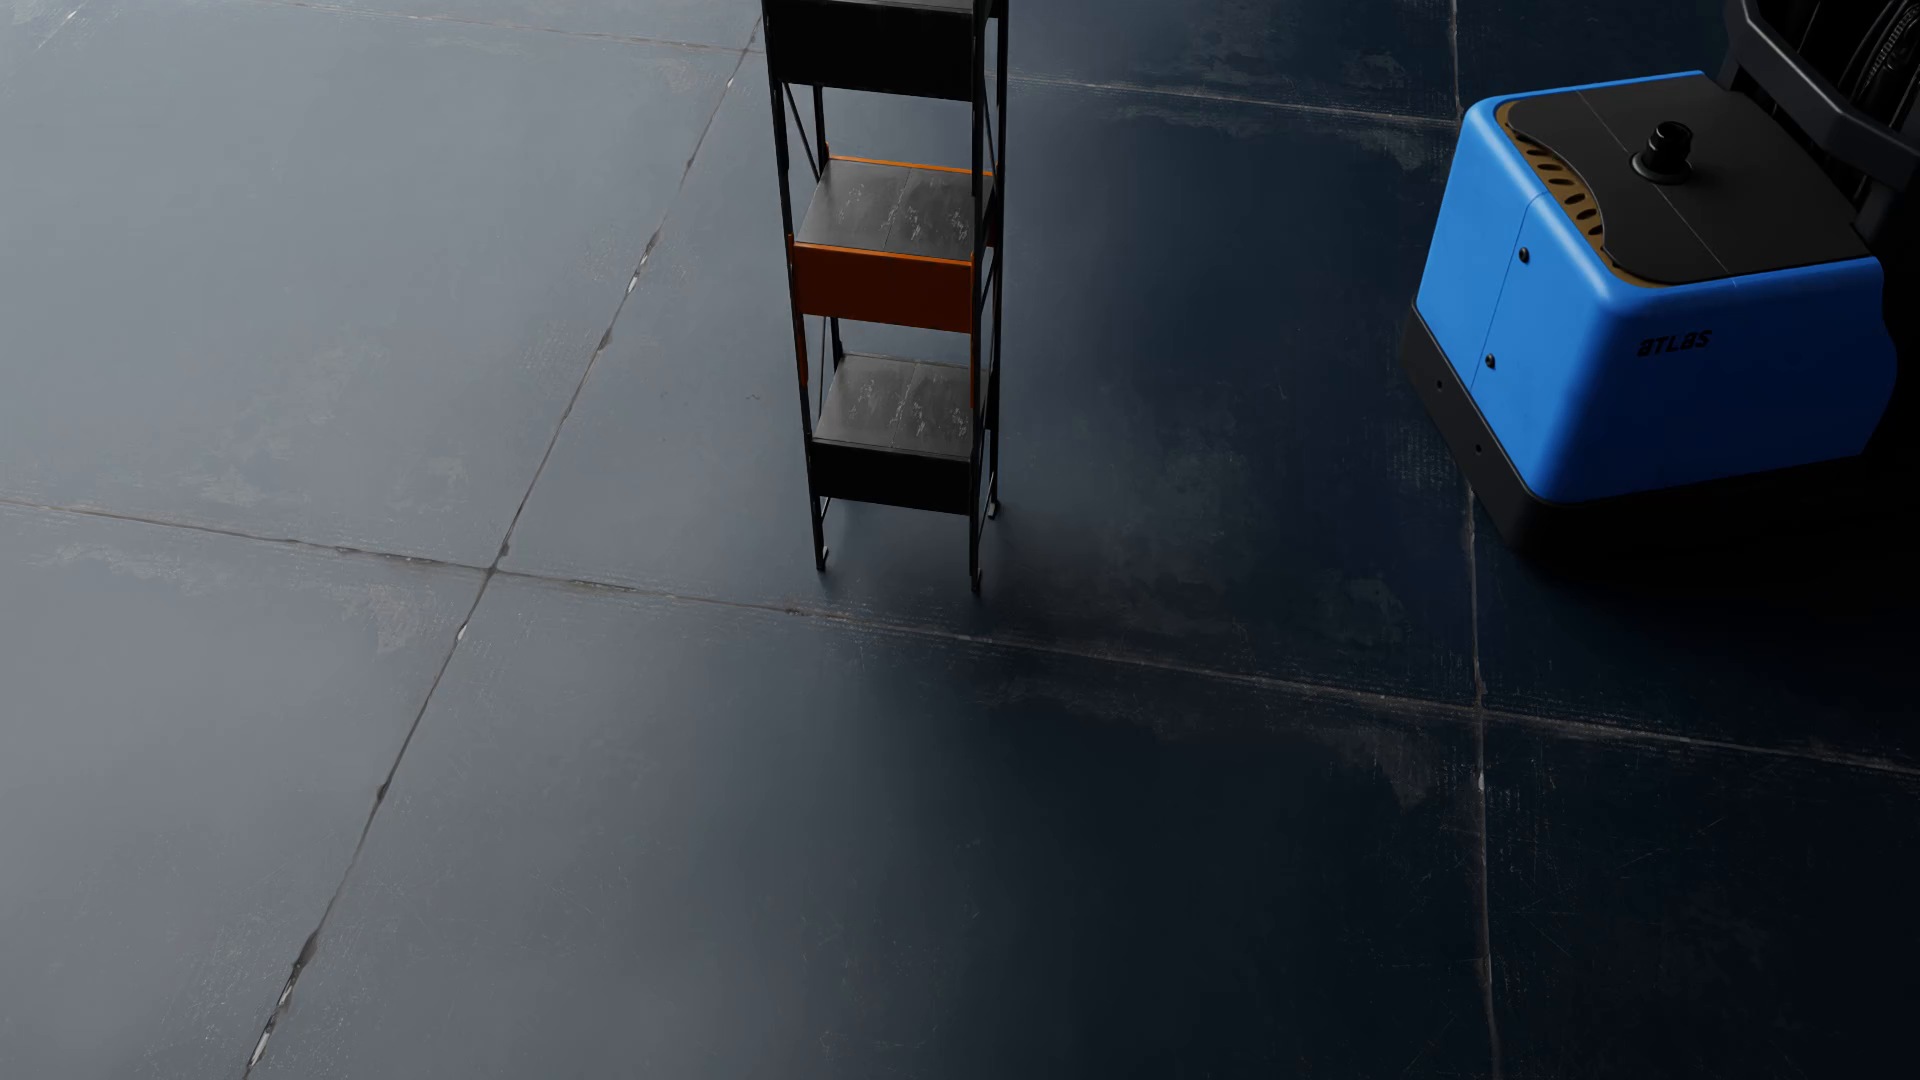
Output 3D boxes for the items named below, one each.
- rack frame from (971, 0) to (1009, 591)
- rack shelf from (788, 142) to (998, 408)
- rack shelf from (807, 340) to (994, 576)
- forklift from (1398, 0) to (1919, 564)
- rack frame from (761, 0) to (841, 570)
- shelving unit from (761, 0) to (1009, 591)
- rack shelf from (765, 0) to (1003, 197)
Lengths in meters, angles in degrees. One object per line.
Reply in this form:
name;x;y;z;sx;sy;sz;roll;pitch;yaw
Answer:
rack frame;0.077;-0.691;4.460;0.015;2.100;0.400;8;49;7
rack shelf;-0.163;-0.715;4.499;0.480;0.518;0.431;8;49;7
rack shelf;-0.163;-0.247;5.019;0.480;0.518;0.431;8;49;7
forklift;3.076;-1.475;4.604;3.031;2.935;1.130;-9;49;-8
rack frame;-0.403;-0.756;4.518;0.015;2.100;0.400;8;49;7
shelving unit;-0.163;-0.724;4.489;0.503;2.100;0.431;8;49;7
rack shelf;-0.163;-1.182;3.978;0.480;0.518;0.431;8;49;7
